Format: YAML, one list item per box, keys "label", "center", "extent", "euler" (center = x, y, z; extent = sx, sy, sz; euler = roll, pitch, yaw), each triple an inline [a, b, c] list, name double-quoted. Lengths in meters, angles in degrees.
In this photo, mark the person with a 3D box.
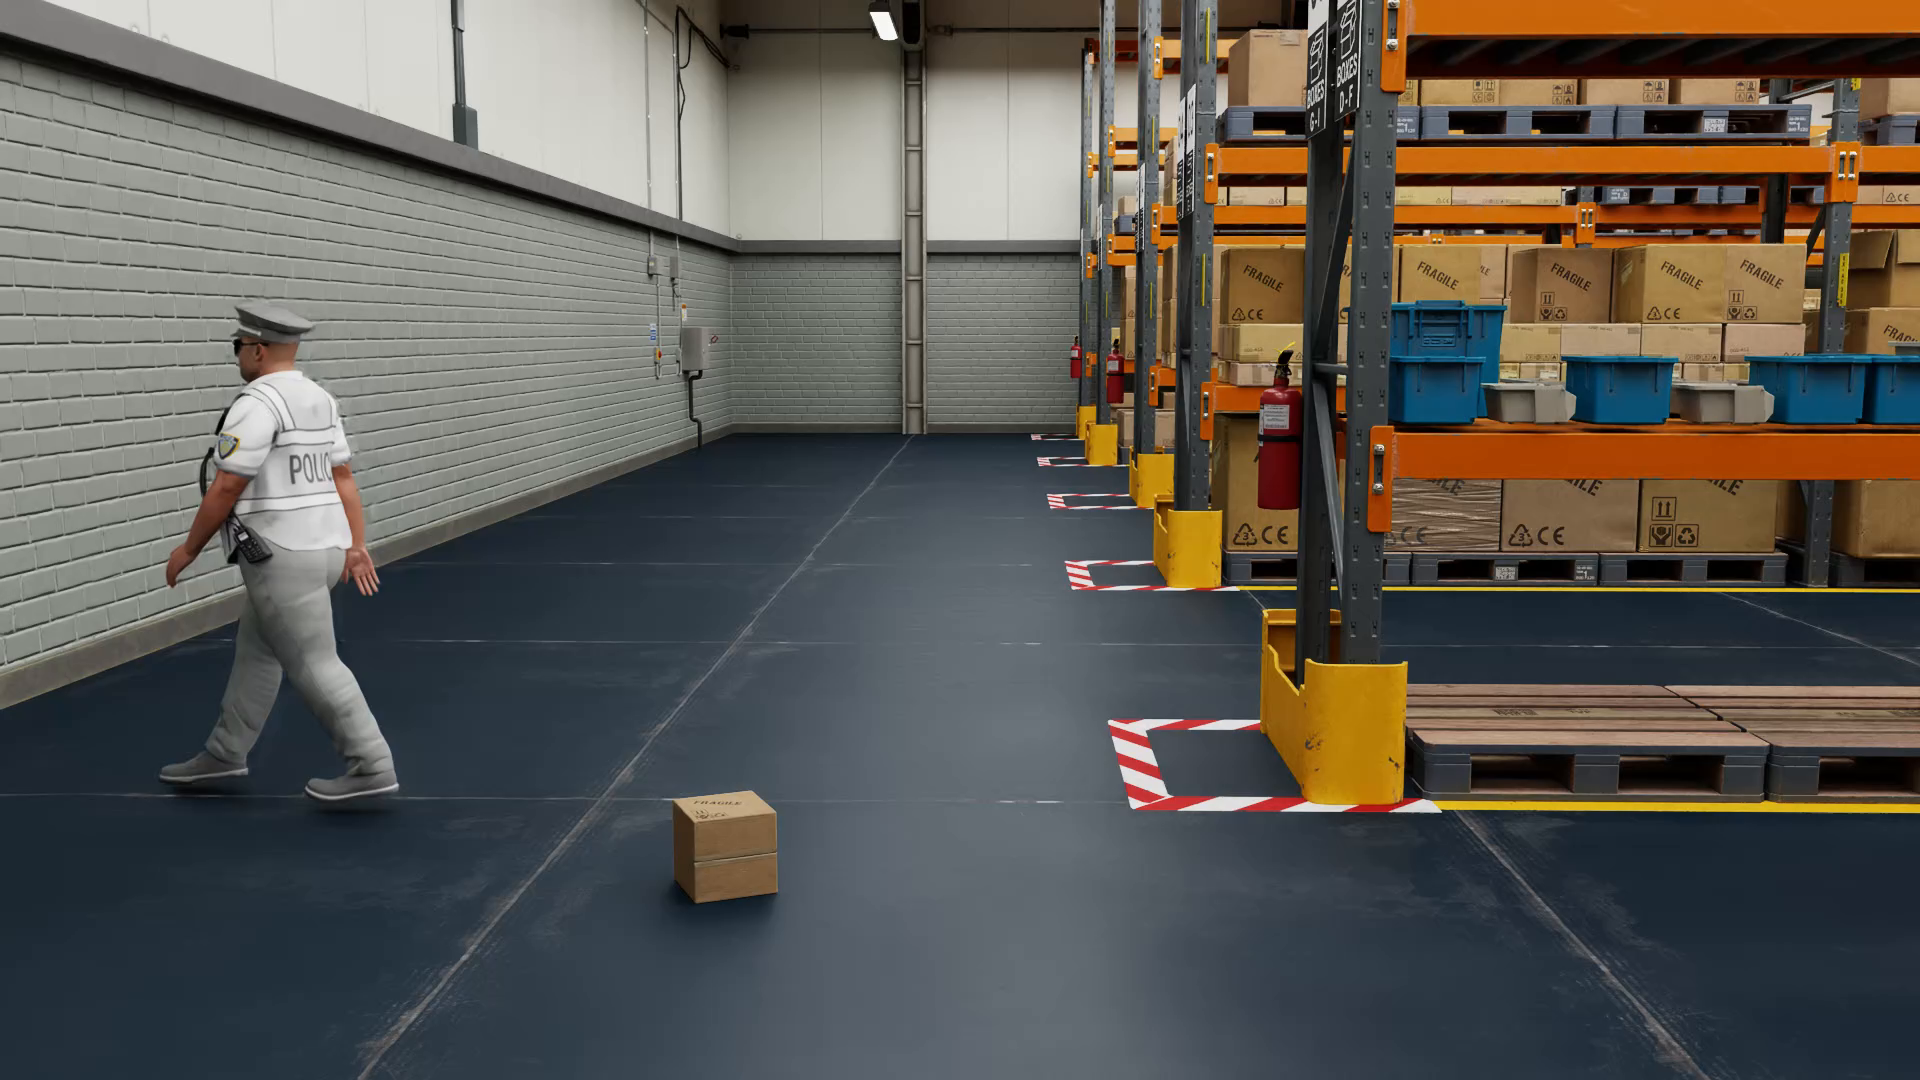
- label: "person"
  center: [-2.423, 0.038, 5.780]
  extent: [0.970, 1.726, 0.570]
  euler: [0, 7, 4]
